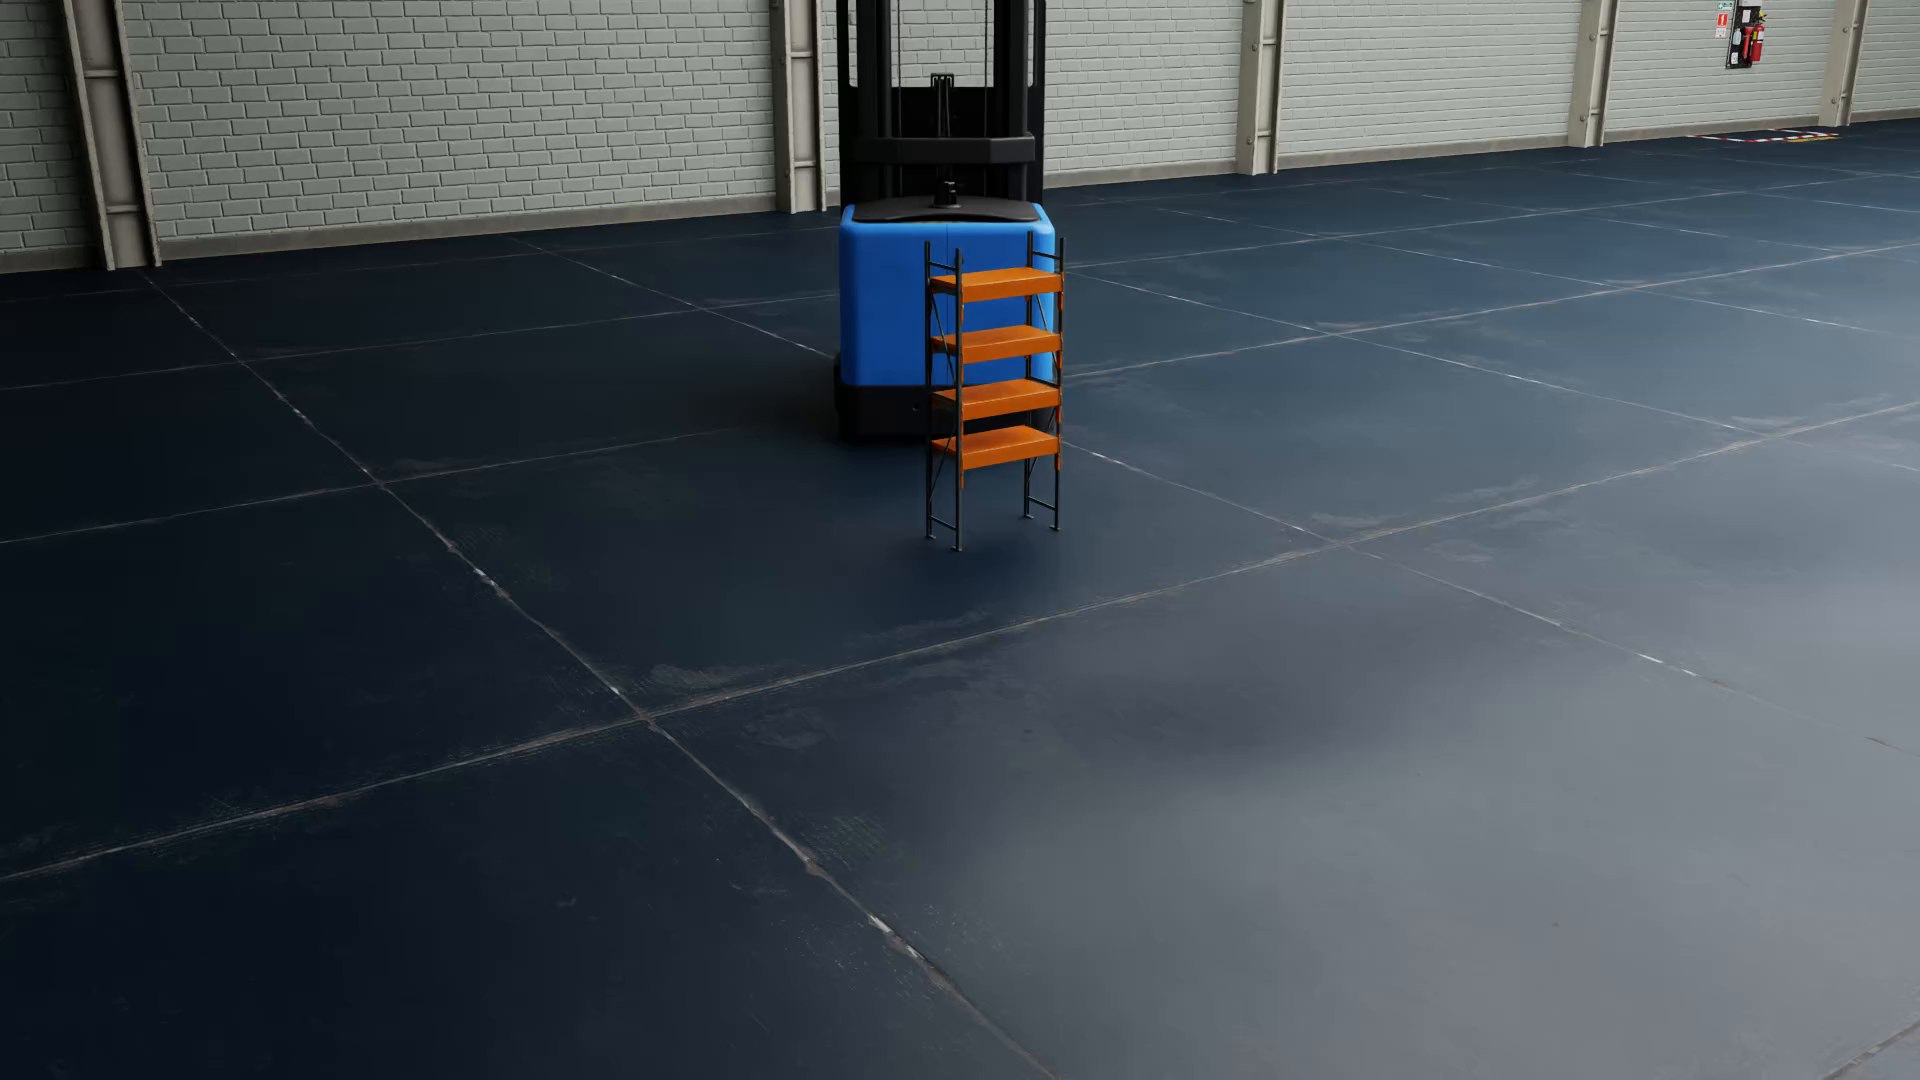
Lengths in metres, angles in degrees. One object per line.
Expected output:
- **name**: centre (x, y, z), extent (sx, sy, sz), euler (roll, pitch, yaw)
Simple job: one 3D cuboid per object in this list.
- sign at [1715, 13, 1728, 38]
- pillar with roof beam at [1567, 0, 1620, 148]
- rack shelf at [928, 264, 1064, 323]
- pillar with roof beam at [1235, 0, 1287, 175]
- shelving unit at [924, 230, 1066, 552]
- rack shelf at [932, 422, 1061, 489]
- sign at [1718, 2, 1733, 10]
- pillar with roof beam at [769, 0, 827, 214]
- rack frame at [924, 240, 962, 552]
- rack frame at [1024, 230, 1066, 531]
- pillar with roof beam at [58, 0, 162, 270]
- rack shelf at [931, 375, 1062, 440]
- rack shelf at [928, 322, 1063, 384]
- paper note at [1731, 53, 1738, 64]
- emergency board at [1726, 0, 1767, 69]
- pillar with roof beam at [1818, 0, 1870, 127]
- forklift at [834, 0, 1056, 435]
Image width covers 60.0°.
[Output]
- **sign**: centre (10.875, -7.347, 23.737), extent (0.234, 0.329, 0.001), euler (-12, 22, -31)
- **pillar with roof beam**: centre (10.835, -8.458, 17.713), extent (0.400, 9.000, 9.100), euler (-12, 22, -31)
- **rack shelf**: centre (0.138, -0.970, 6.513), extent (0.480, 0.148, 0.258), euler (-12, 22, -31)
- **pillar with roof beam**: centre (5.824, -7.401, 14.587), extent (0.400, 9.000, 9.100), euler (-12, 22, -31)
- **shelving unit**: centre (0.138, -0.598, 6.639), extent (0.503, 1.200, 0.258), euler (-12, 22, -31)
- **rack shelf**: centre (0.138, -0.346, 6.724), extent (0.480, 0.148, 0.258), euler (-12, 22, -31)
- **sign**: centre (10.884, -7.596, 23.647), extent (0.331, 0.109, 0.001), euler (-12, 22, -31)
- **pillar with roof beam**: centre (0.813, -6.345, 11.461), extent (0.400, 9.000, 9.100), euler (-12, 22, -31)
- **rack frame**: centre (-0.066, -0.555, 6.512), extent (0.015, 1.200, 0.240), euler (-12, 22, -31)
- **rack frame**: centre (0.342, -0.641, 6.766), extent (0.015, 1.200, 0.240), euler (-12, 22, -31)
- **pillar with roof beam**: centre (-4.198, -5.288, 8.335), extent (0.400, 9.000, 9.100), euler (-12, 22, -31)
- **rack shelf**: centre (0.138, -0.534, 6.660), extent (0.480, 0.148, 0.258), euler (-12, 22, -31)
- **rack shelf**: centre (0.138, -0.746, 6.589), extent (0.480, 0.148, 0.258), euler (-12, 22, -31)
- **paper note**: centre (11.208, -6.970, 24.052), extent (0.142, 0.148, 0.016), euler (-12, 22, -31)
- **emergency board**: centre (11.393, -7.400, 23.949), extent (0.643, 1.169, 0.194), euler (-12, 22, -31)
- **pillar with roof beam**: centre (15.846, -9.515, 20.839), extent (0.400, 9.000, 9.100), euler (-12, 22, -31)
- **forklift**: centre (-0.106, -2.316, 9.018), extent (1.130, 2.935, 3.031), euler (-1, 19, -2)
